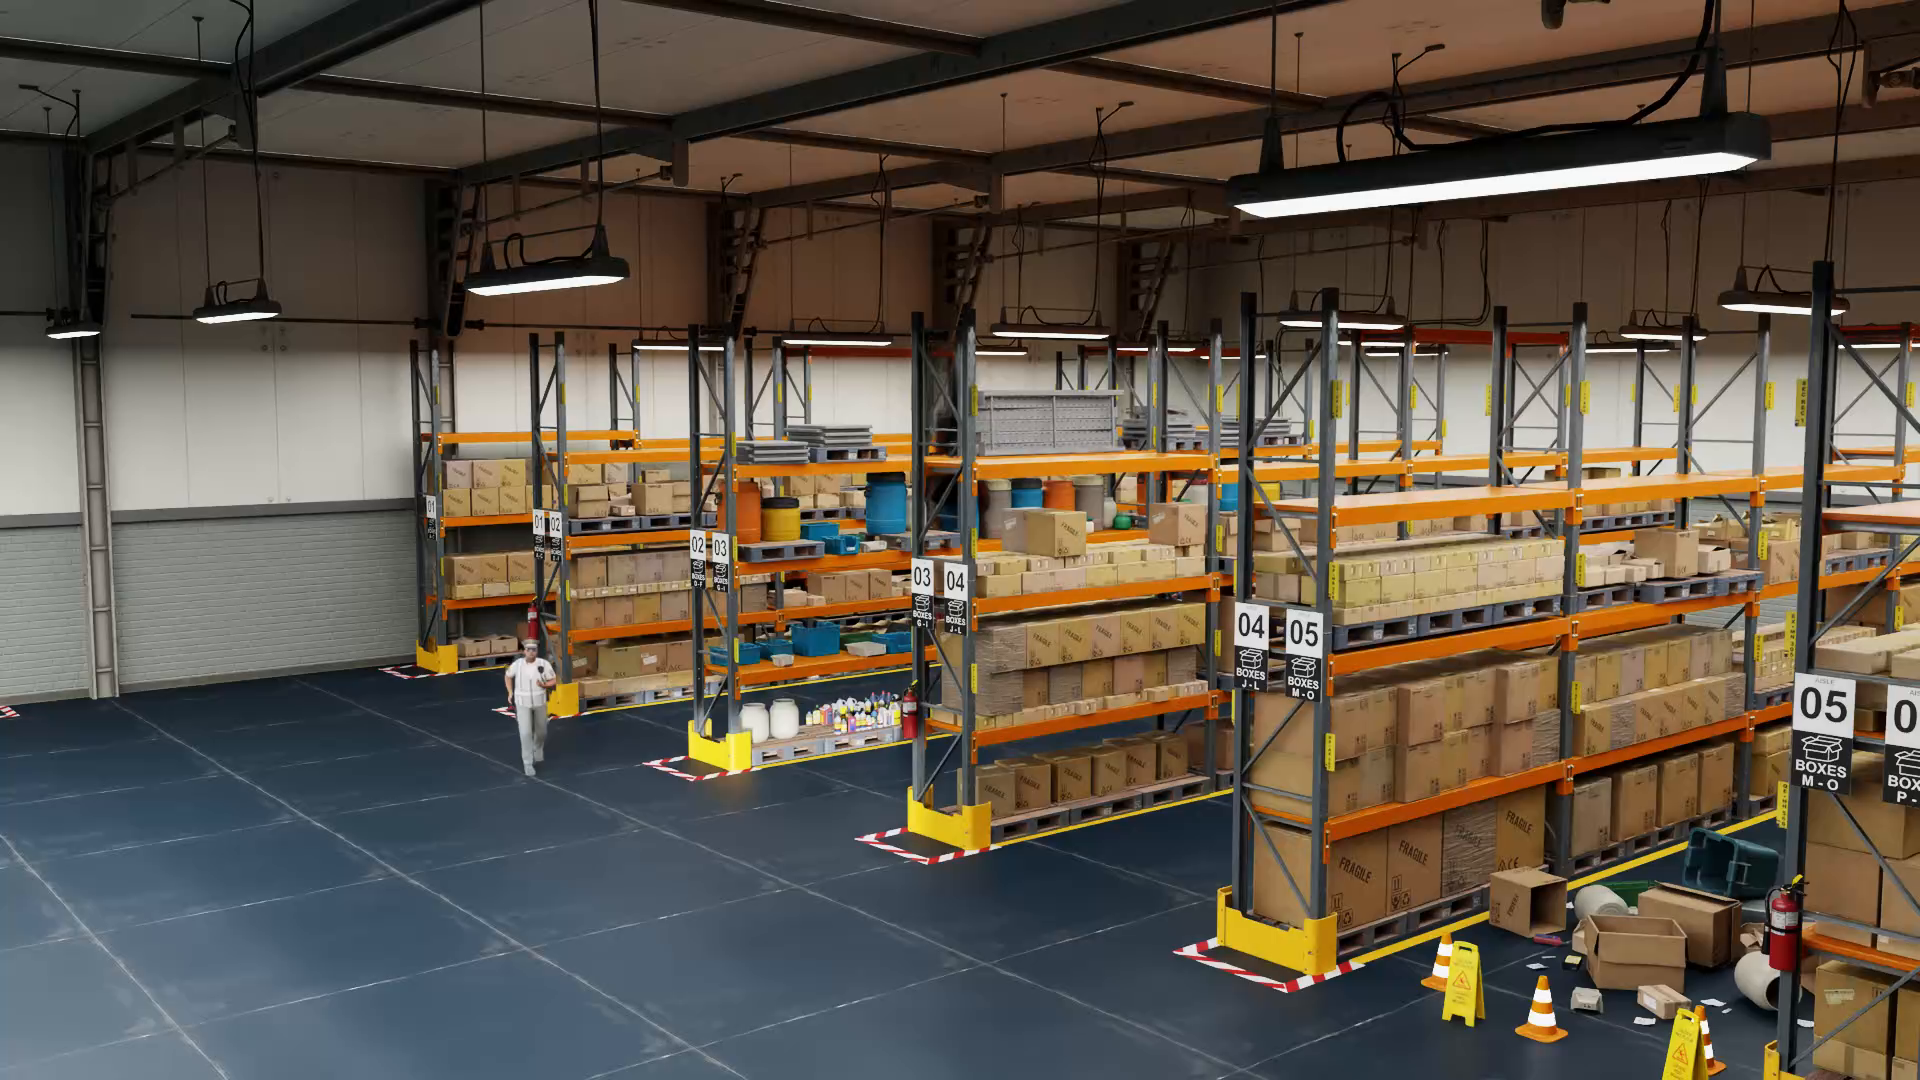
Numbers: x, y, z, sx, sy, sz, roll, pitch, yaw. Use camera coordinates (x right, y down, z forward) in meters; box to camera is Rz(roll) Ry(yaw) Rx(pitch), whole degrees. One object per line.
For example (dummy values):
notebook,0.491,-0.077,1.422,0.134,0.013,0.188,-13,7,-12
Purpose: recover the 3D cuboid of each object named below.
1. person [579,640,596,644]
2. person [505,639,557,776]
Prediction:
person,-6.634,1.685,29.200,0.646,1.600,0.622,3,6,30
person,-5.746,2.195,22.318,0.664,1.768,0.974,-2,6,-19
